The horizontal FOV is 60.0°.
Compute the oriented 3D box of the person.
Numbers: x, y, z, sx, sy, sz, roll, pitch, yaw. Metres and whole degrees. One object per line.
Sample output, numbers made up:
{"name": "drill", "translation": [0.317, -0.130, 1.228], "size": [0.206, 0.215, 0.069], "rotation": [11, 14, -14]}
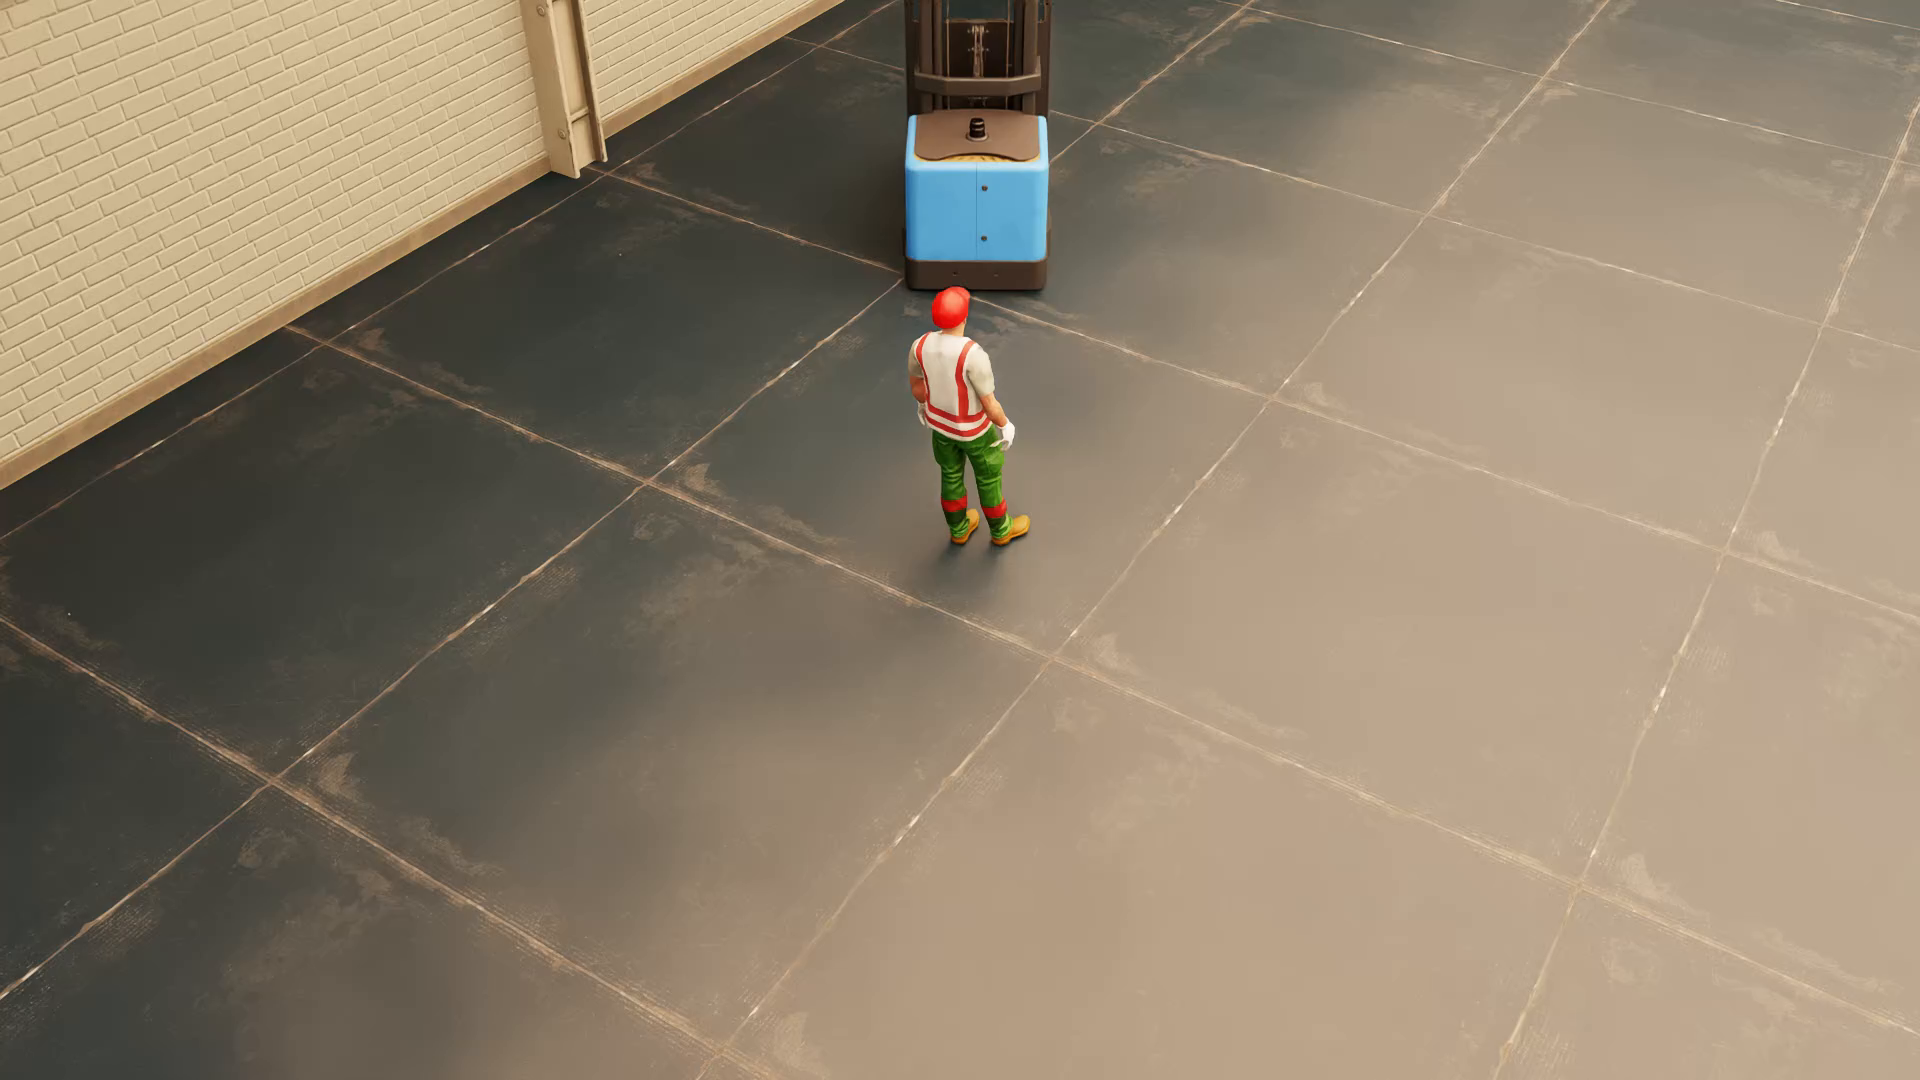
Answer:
{"name": "person", "translation": [0.054, -0.727, 9.697], "size": [0.637, 1.787, 0.564], "rotation": [22, 45, 24]}

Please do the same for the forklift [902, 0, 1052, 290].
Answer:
{"name": "forklift", "translation": [0.138, -3.896, 12.565], "size": [1.130, 2.935, 3.031], "rotation": [0, 40, 1]}
